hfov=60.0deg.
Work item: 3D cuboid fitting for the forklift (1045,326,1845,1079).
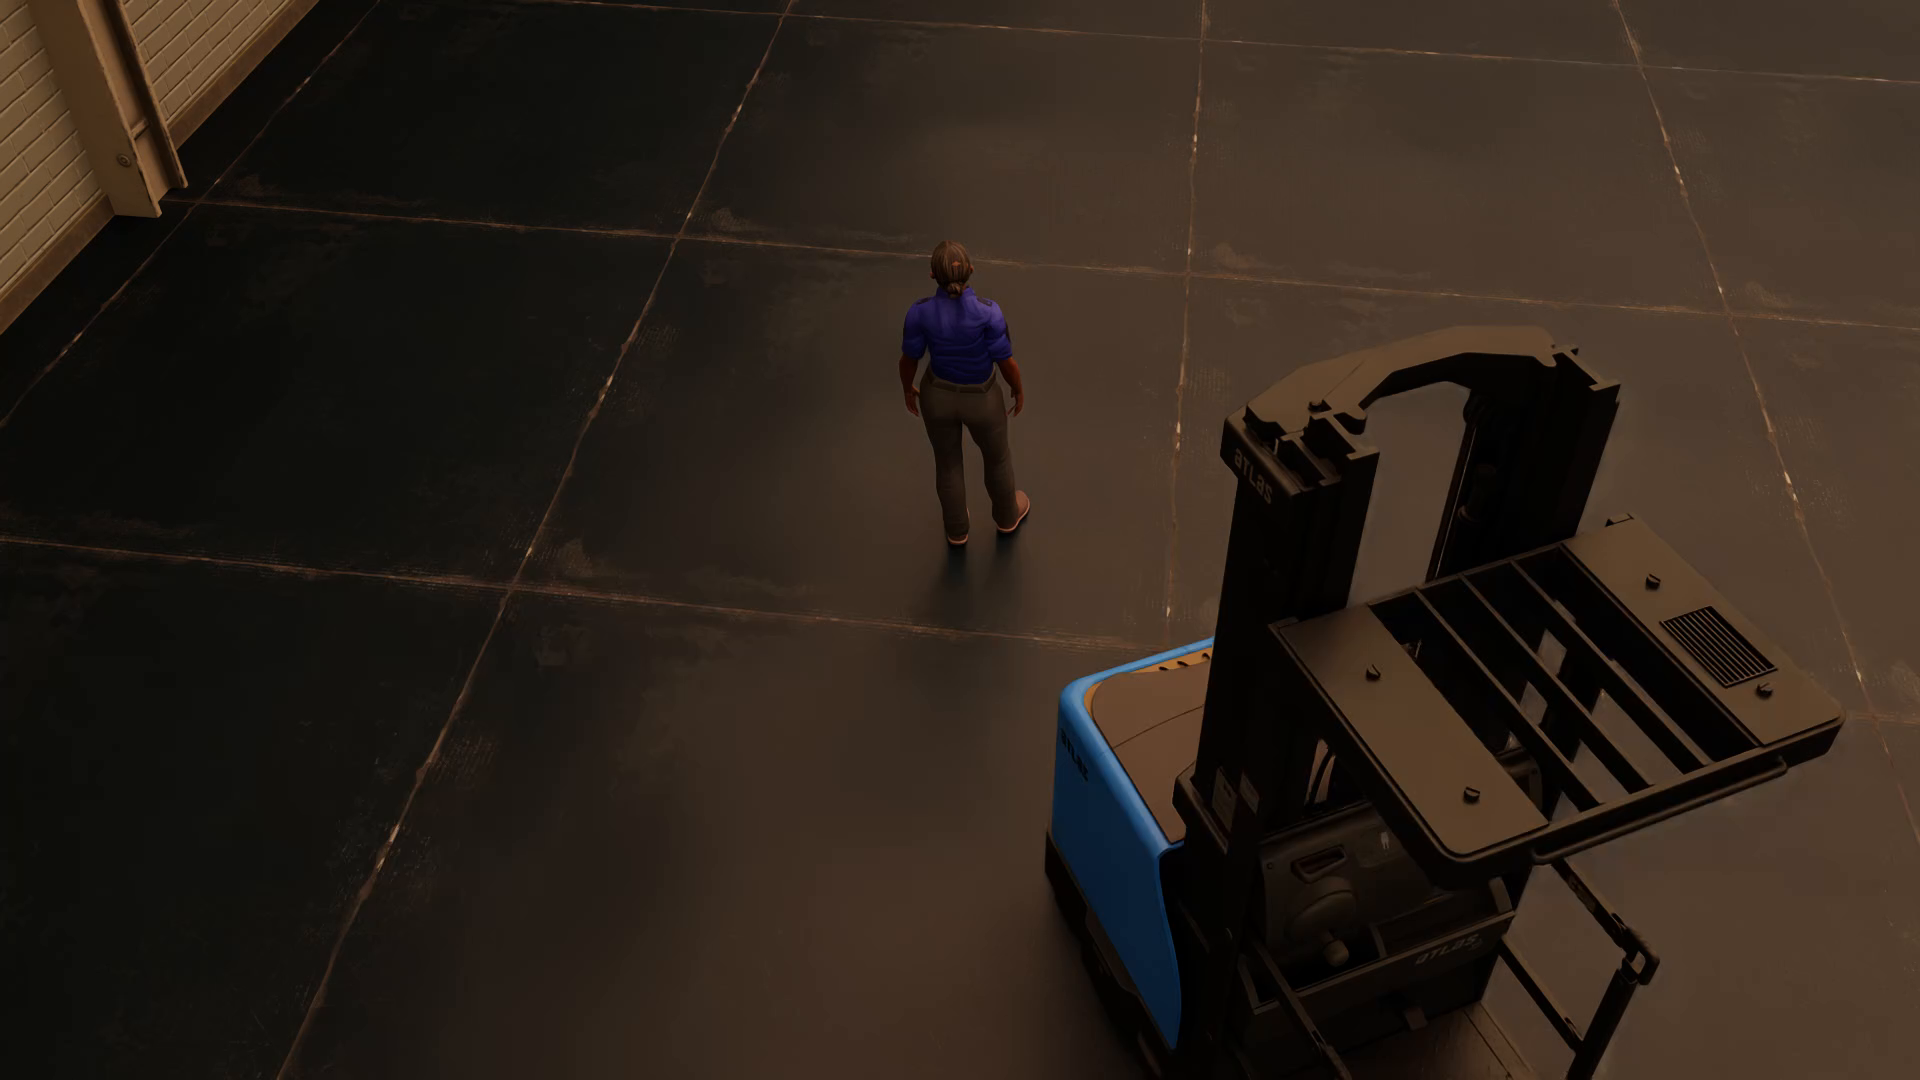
[{"bbox_3d":[1.354,1.011,4.624,1.130,2.935,3.031,-16,45,-16],"label":"forklift"}]

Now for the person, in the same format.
[{"bbox_3d":[0.032,-0.671,7.388,0.569,1.654,0.504,5,43,6],"label":"person"}]
